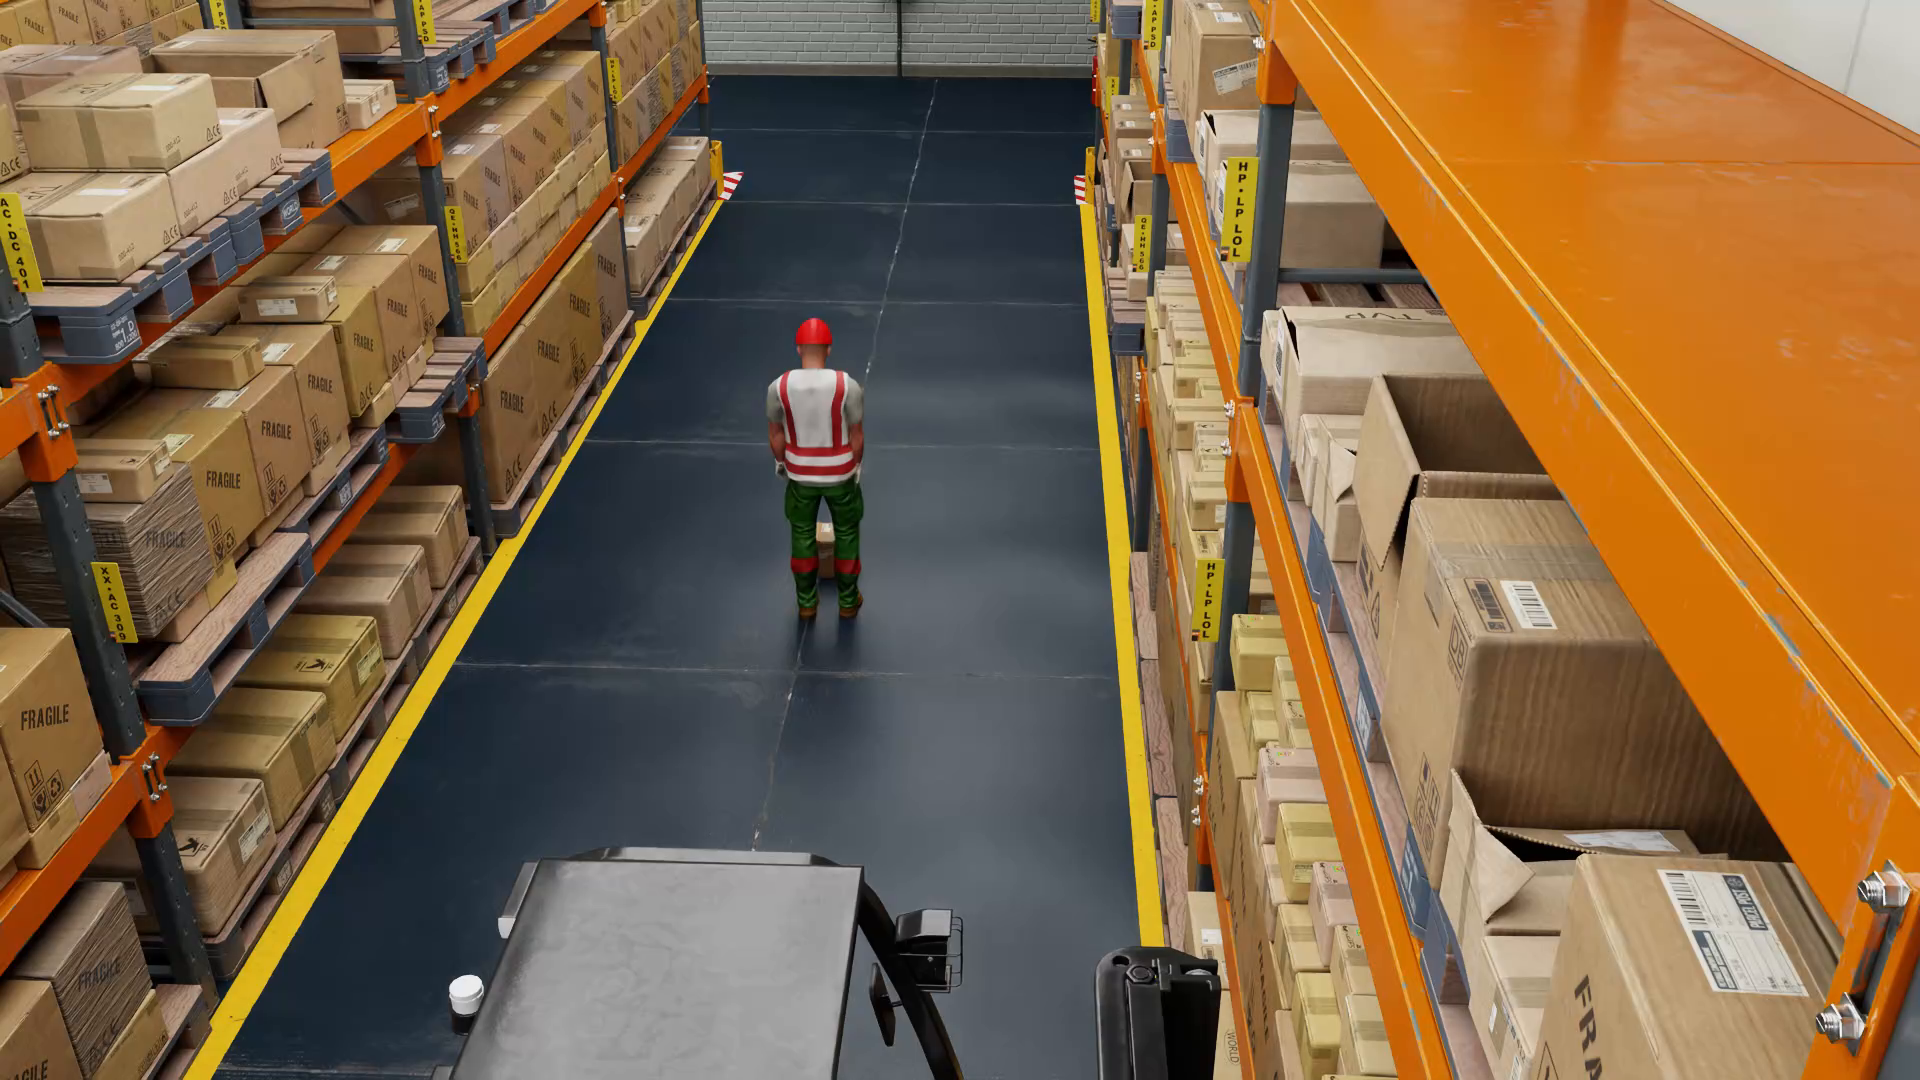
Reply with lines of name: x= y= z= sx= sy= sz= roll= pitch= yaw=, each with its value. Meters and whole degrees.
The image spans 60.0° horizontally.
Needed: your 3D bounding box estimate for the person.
person: x=-0.796 y=-0.390 z=9.367 sx=0.535 sy=1.764 sz=0.400 roll=2 pitch=28 yaw=3
